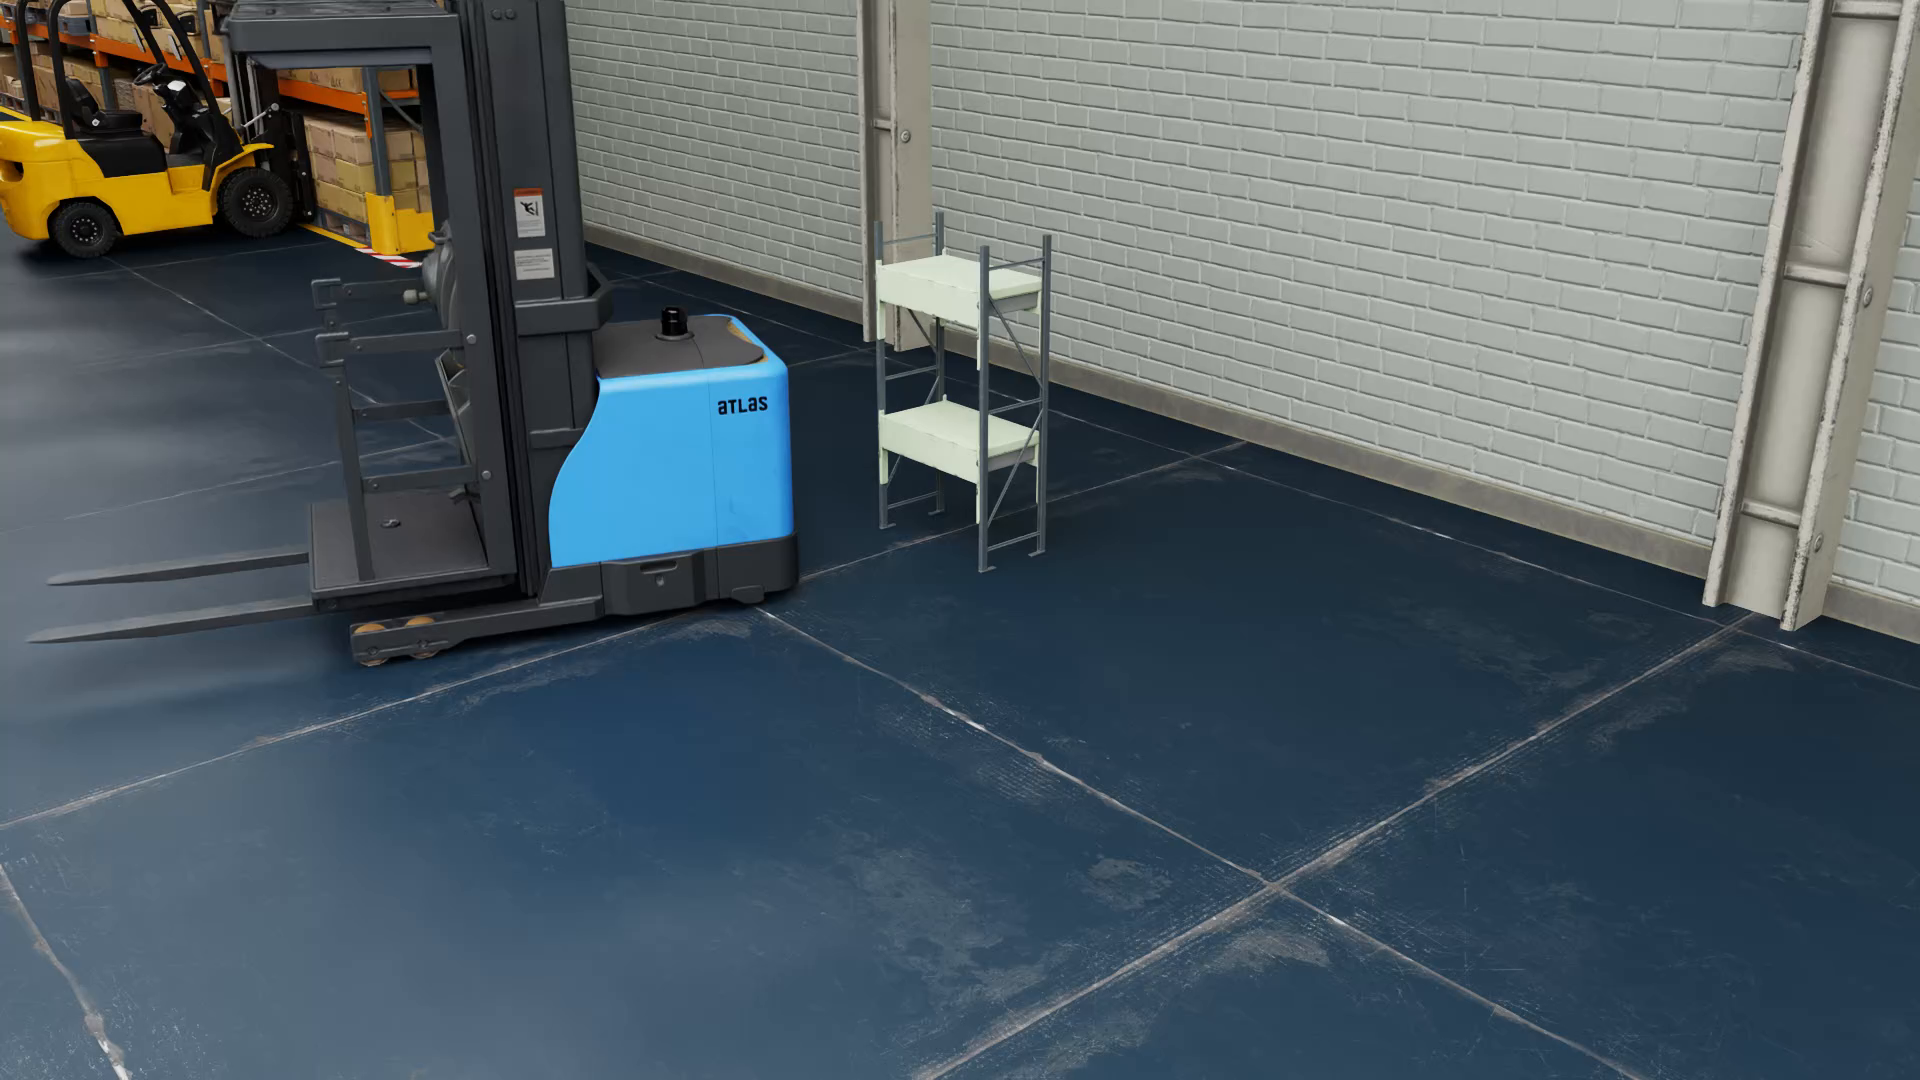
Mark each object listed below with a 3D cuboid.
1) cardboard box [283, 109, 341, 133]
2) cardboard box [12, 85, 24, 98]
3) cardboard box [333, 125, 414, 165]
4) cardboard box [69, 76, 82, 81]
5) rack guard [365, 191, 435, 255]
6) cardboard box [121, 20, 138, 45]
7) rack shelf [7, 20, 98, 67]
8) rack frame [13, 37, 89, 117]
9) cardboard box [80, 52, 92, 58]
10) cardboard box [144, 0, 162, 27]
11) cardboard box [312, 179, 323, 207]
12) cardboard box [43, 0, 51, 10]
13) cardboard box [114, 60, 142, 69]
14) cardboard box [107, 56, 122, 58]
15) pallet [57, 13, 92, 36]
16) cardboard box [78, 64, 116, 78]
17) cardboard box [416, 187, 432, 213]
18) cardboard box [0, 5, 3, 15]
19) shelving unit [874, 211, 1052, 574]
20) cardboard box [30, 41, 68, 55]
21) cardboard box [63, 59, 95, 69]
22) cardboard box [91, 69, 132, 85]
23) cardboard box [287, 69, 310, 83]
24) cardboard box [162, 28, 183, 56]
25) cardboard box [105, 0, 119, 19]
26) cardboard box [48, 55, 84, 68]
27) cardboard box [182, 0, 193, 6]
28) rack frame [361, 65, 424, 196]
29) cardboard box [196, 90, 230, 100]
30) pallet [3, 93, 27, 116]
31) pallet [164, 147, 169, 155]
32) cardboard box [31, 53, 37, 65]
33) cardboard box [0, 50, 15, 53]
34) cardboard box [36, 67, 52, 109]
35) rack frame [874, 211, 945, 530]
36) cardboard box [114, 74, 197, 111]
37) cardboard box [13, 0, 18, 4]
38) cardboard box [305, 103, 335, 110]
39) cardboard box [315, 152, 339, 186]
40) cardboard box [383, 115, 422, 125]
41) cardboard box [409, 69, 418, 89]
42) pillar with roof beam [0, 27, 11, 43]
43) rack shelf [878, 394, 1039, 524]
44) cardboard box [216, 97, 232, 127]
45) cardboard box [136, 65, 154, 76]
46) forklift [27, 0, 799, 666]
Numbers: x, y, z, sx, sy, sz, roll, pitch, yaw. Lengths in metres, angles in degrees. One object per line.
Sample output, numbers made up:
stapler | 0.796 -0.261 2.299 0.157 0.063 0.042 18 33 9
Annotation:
cardboard box | -6.108 -3.863 15.556 0.500 0.250 0.500 -18 28 -38
cardboard box | -12.990 -6.278 23.233 0.380 0.149 0.250 -18 28 -39
cardboard box | -5.108 -3.444 14.488 0.500 0.250 0.500 -16 27 -36
cardboard box | -10.894 -5.603 21.027 0.500 0.500 0.500 -16 27 -35
rack guard | -4.555 -2.840 14.549 1.175 0.500 0.348 -17 27 -37
cardboard box | -9.022 -5.689 18.602 0.500 0.250 0.500 -19 28 -39
rack shelf | -11.099 -6.438 21.295 1.077 0.370 4.000 -17 27 -37
rack frame | -12.404 -7.326 22.575 1.000 3.000 0.127 -17 27 -37
cardboard box | -11.605 -6.490 22.403 0.380 0.149 0.250 -17 27 -37
cardboard box | -8.367 -5.636 17.781 0.500 0.250 0.500 -17 27 -36
cardboard box | -5.754 -3.260 15.389 0.500 0.250 0.500 -17 27 -37
cardboard box | -10.999 -6.871 20.697 0.797 0.503 0.637 -18 28 -39
cardboard box | -10.588 -6.060 21.305 0.380 0.149 0.250 -18 28 -39
cardboard box | -11.068 -6.279 21.864 0.380 0.149 0.250 -17 27 -37
pallet | -10.289 -6.302 20.224 1.213 0.211 1.003 -17 27 -37
cardboard box | -10.785 -5.865 20.809 0.380 0.149 0.250 -16 27 -36
cardboard box | -4.744 -3.108 15.000 0.500 0.250 0.500 -17 27 -37
cardboard box | -12.990 -7.304 22.863 0.380 0.149 0.250 -17 27 -36
shelving unit | 0.004 -0.697 7.706 0.431 1.500 0.755 -17 27 -37
cardboard box | -12.166 -6.575 22.213 0.380 0.149 0.250 -19 28 -40
cardboard box | -11.273 -6.083 21.365 0.380 0.149 0.250 -17 27 -37
cardboard box | -10.307 -5.630 20.209 0.380 0.149 0.250 -19 28 -40
cardboard box | -5.758 -4.417 15.012 0.500 0.500 0.500 -18 28 -38
cardboard box | -8.042 -5.260 17.507 0.500 0.250 0.500 -18 27 -38
cardboard box | -9.363 -6.064 18.874 0.500 0.250 0.500 -16 27 -36
cardboard box | -11.767 -6.298 21.913 0.380 0.149 0.250 -18 28 -38
cardboard box | -7.755 -5.573 17.072 0.380 0.149 0.250 -18 28 -38
rack frame | -4.571 -4.010 14.110 1.000 3.000 0.127 -17 27 -37
cardboard box | -8.032 -4.563 18.201 0.875 0.625 0.625 -18 28 -38
pallet | -12.852 -6.217 23.568 1.003 0.211 1.213 -17 27 -37
pallet | -8.493 -4.349 18.797 1.003 0.211 1.213 -17 27 -37
cardboard box | -12.372 -6.497 22.421 0.380 0.149 0.250 -16 26 -35
cardboard box | -13.890 -6.856 24.226 0.500 0.500 0.500 -17 27 -36
cardboard box | -11.904 -6.025 22.106 0.500 0.500 0.500 -18 28 -38
rack frame | -0.235 -0.798 7.964 0.400 1.500 0.023 -17 27 -37
cardboard box | -9.396 -5.135 19.661 0.875 0.625 0.625 -16 27 -36
cardboard box | -11.920 -7.238 21.637 0.700 0.500 0.500 -17 27 -37
cardboard box | -6.052 -4.127 16.231 0.500 0.250 0.500 -17 27 -37
cardboard box | -5.445 -3.360 14.957 0.500 0.250 0.500 -18 28 -38
cardboard box | -5.070 -3.706 15.157 0.500 0.250 0.500 -17 27 -37
cardboard box | -4.684 -4.260 14.610 0.500 0.500 0.500 -16 27 -36
pillar with roof beam | -19.354 -11.159 24.135 9.100 9.000 0.400 -17 27 -37
rack shelf | 0.004 -0.393 7.825 0.431 0.370 0.720 -17 27 -37
cardboard box | -7.104 -4.288 16.642 0.500 0.250 0.500 -18 28 -38
cardboard box | -10.050 -5.852 20.775 0.380 0.149 0.250 -16 27 -36
forklift | -2.280 -1.076 6.711 3.031 2.935 1.130 -8 23 -19
